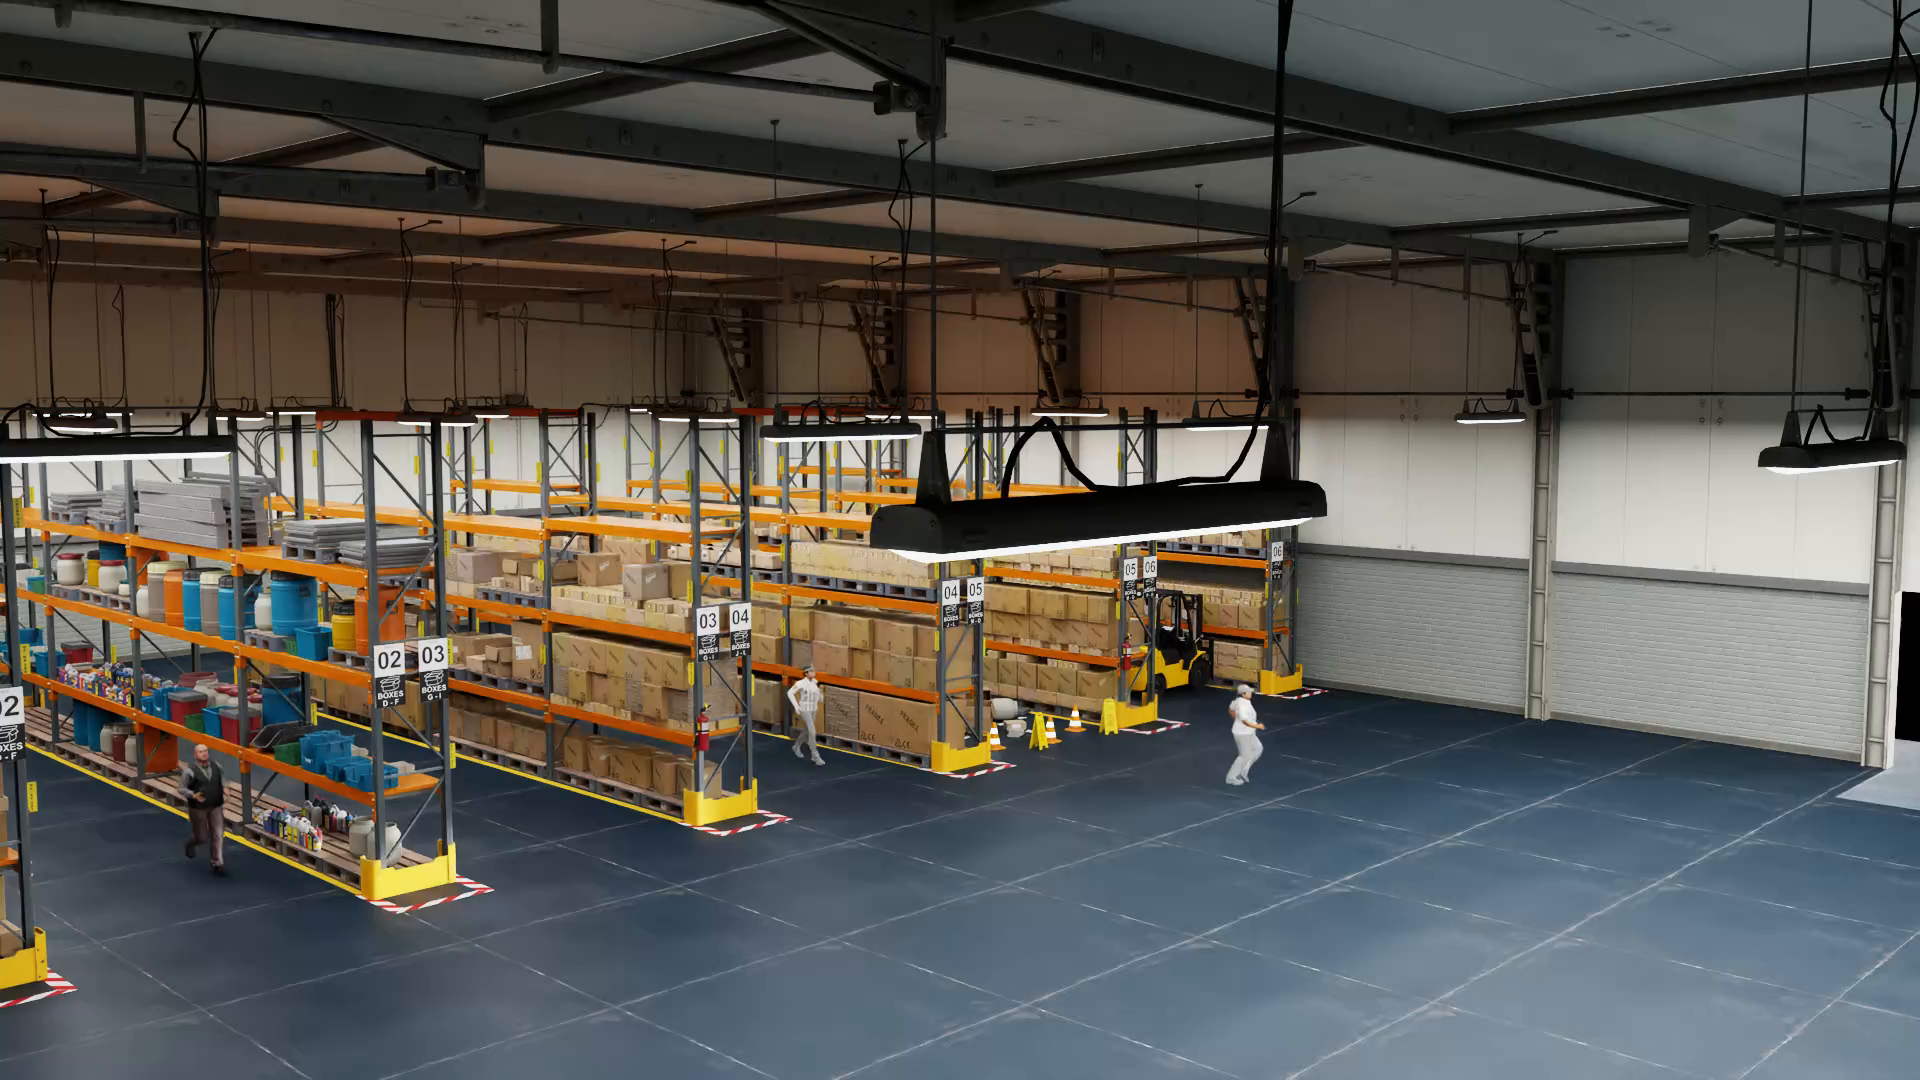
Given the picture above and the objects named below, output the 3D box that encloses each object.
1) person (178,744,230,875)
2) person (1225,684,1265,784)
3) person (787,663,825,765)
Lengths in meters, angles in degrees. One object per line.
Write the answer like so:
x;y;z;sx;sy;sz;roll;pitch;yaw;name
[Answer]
-9.949;3.537;21.966;0.961;1.689;0.676;5;7;44;person
4.613;3.137;26.910;0.628;1.639;0.616;0;5;3;person
-2.593;2.946;28.473;0.854;1.707;0.614;4;6;37;person
